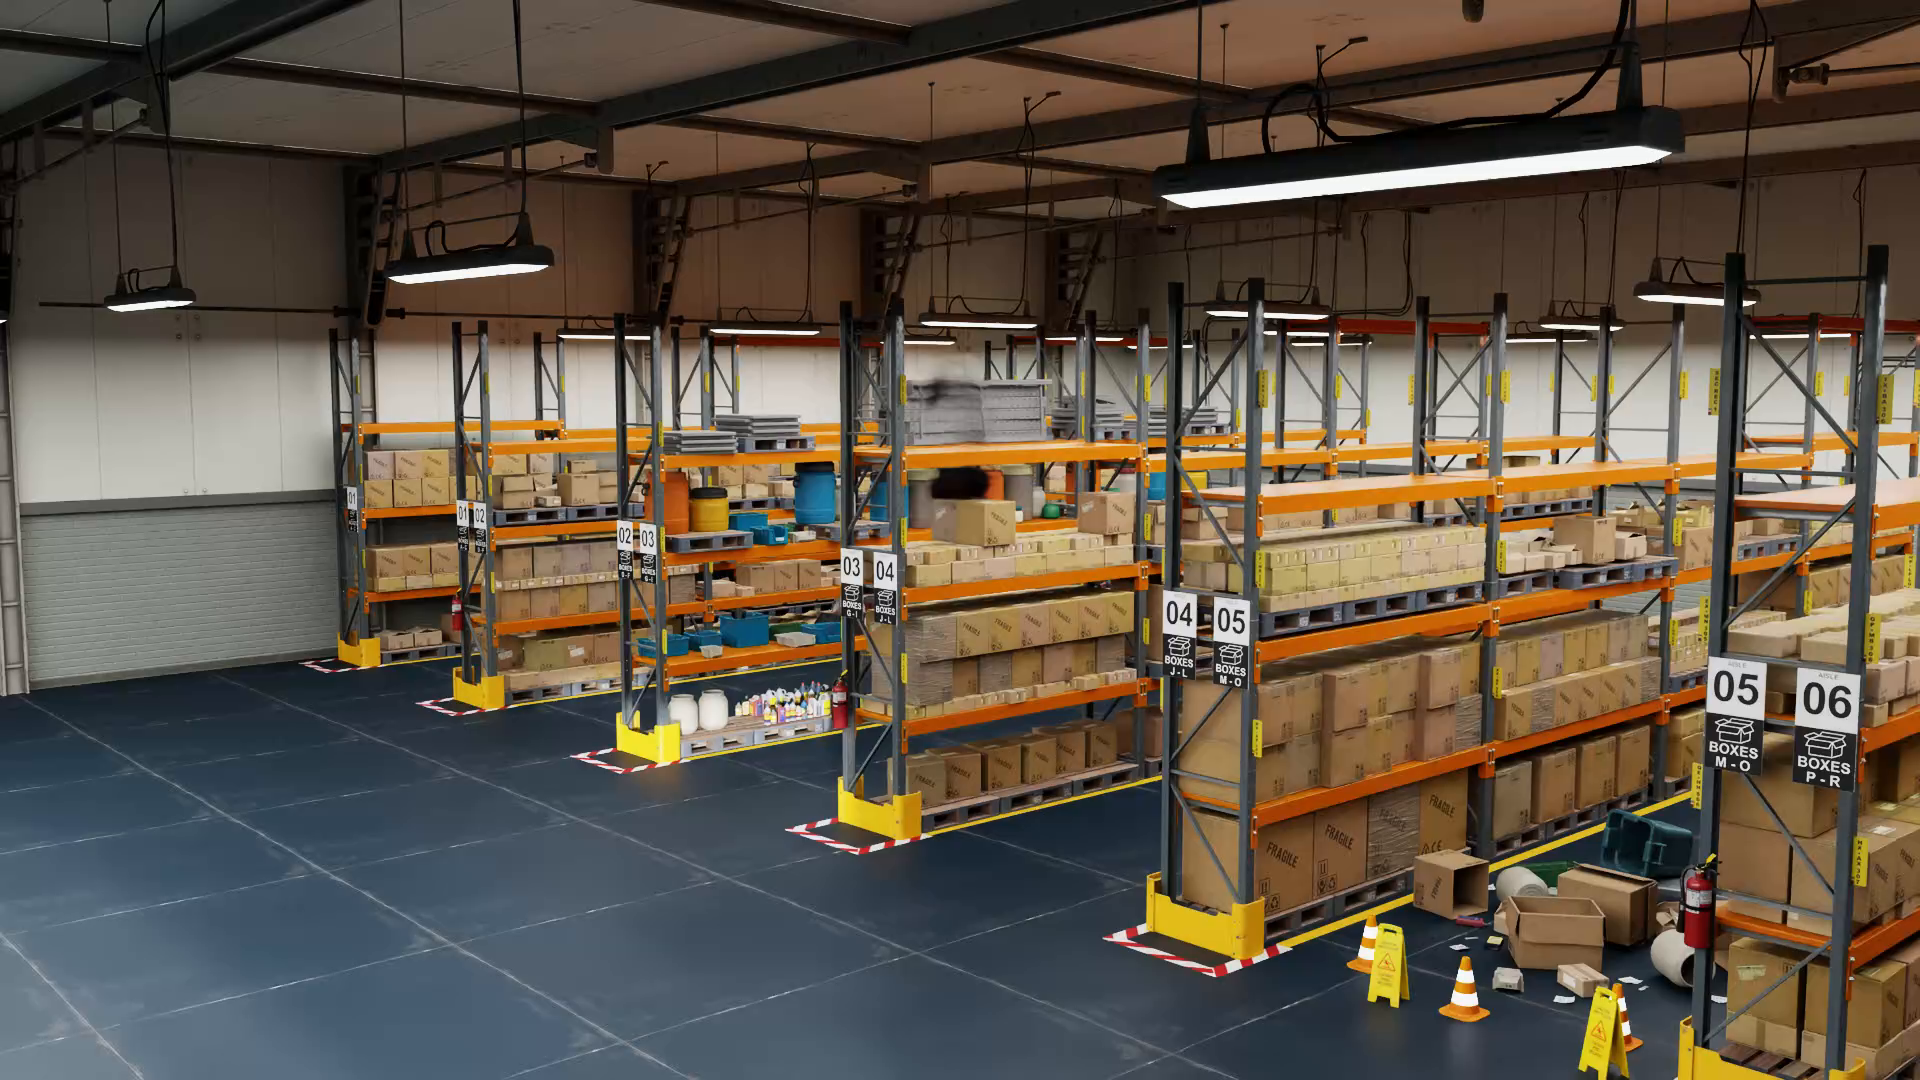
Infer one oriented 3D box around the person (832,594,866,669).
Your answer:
[{"bbox_3d":[-1.848,1.477,28.254,0.674,1.760,0.907,3,6,28],"label":"person"}]
